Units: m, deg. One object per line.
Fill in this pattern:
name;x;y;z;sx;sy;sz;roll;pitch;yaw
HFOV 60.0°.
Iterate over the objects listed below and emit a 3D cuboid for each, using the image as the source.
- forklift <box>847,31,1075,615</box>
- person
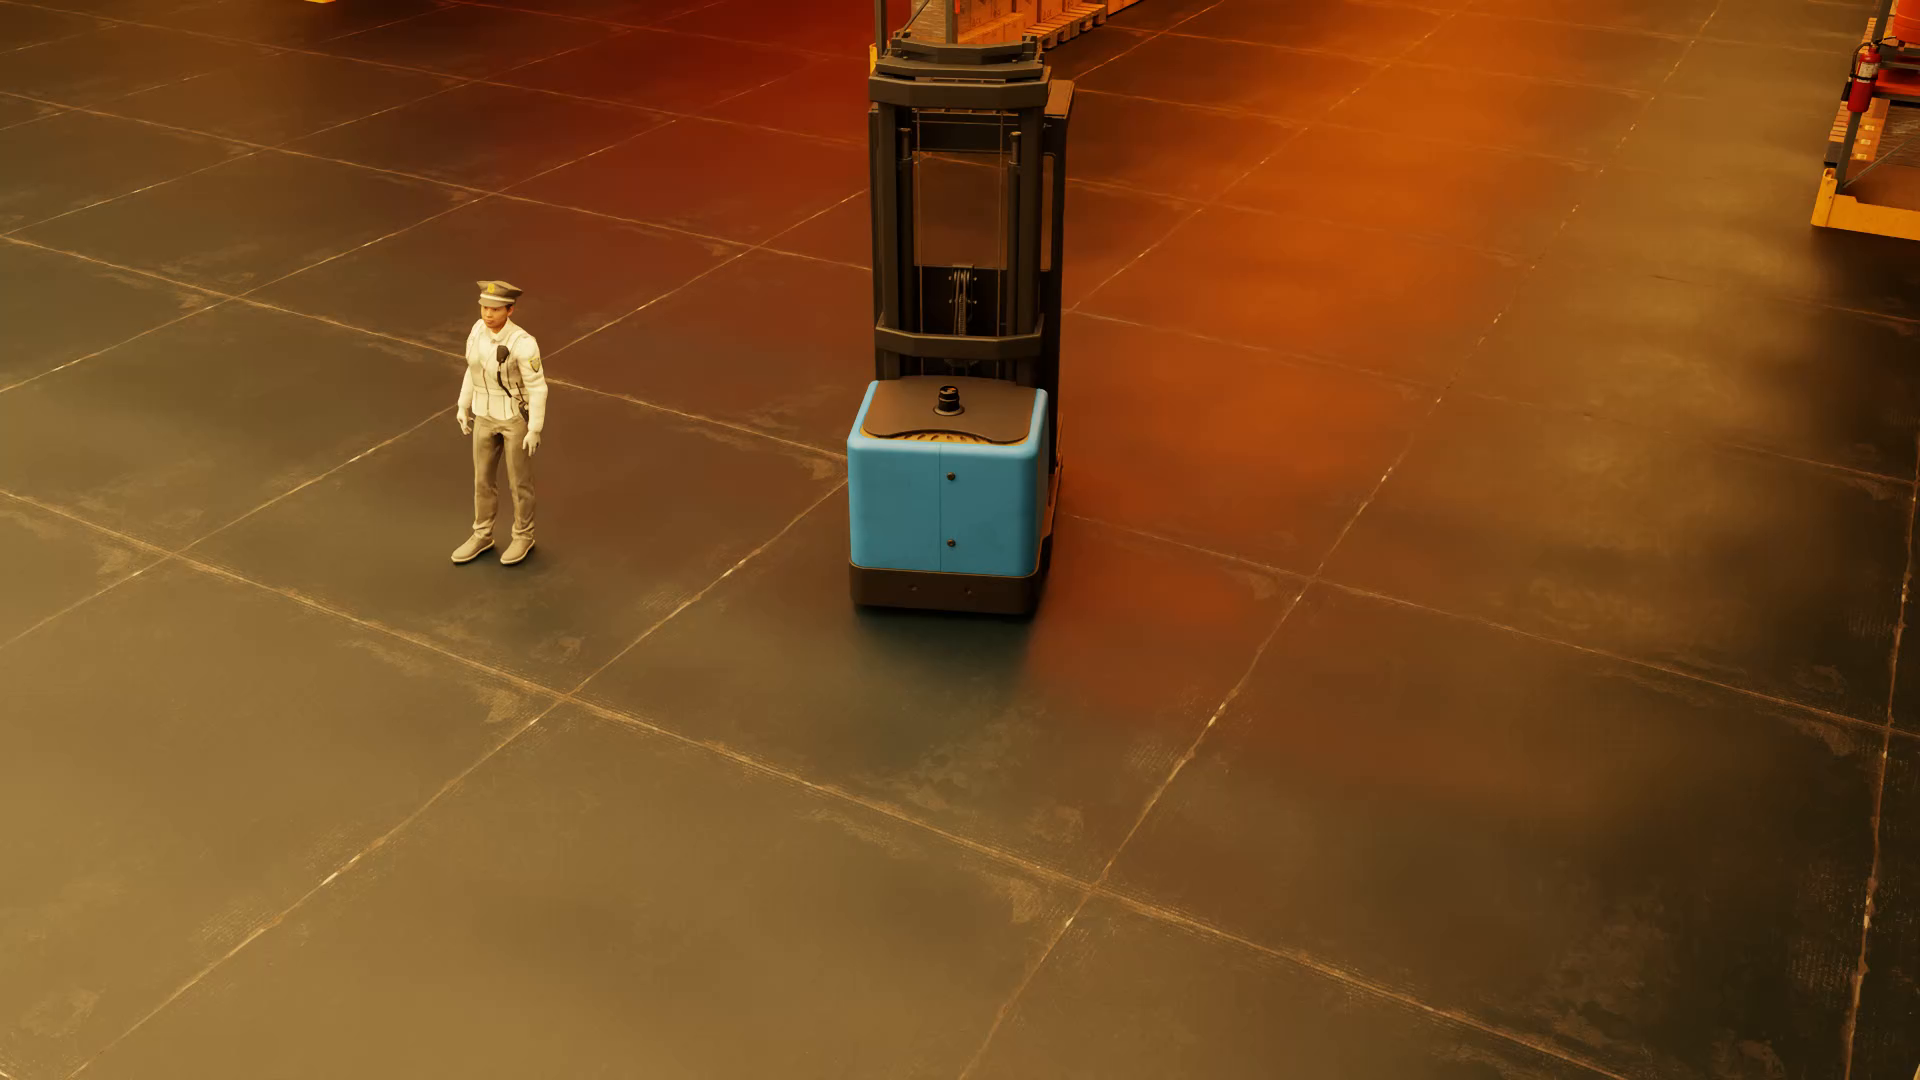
forklift;0.072;-1.572;9.794;1.130;2.935;3.031;3;30;6
person;-2.632;-0.659;9.436;0.588;1.694;0.529;14;33;23
